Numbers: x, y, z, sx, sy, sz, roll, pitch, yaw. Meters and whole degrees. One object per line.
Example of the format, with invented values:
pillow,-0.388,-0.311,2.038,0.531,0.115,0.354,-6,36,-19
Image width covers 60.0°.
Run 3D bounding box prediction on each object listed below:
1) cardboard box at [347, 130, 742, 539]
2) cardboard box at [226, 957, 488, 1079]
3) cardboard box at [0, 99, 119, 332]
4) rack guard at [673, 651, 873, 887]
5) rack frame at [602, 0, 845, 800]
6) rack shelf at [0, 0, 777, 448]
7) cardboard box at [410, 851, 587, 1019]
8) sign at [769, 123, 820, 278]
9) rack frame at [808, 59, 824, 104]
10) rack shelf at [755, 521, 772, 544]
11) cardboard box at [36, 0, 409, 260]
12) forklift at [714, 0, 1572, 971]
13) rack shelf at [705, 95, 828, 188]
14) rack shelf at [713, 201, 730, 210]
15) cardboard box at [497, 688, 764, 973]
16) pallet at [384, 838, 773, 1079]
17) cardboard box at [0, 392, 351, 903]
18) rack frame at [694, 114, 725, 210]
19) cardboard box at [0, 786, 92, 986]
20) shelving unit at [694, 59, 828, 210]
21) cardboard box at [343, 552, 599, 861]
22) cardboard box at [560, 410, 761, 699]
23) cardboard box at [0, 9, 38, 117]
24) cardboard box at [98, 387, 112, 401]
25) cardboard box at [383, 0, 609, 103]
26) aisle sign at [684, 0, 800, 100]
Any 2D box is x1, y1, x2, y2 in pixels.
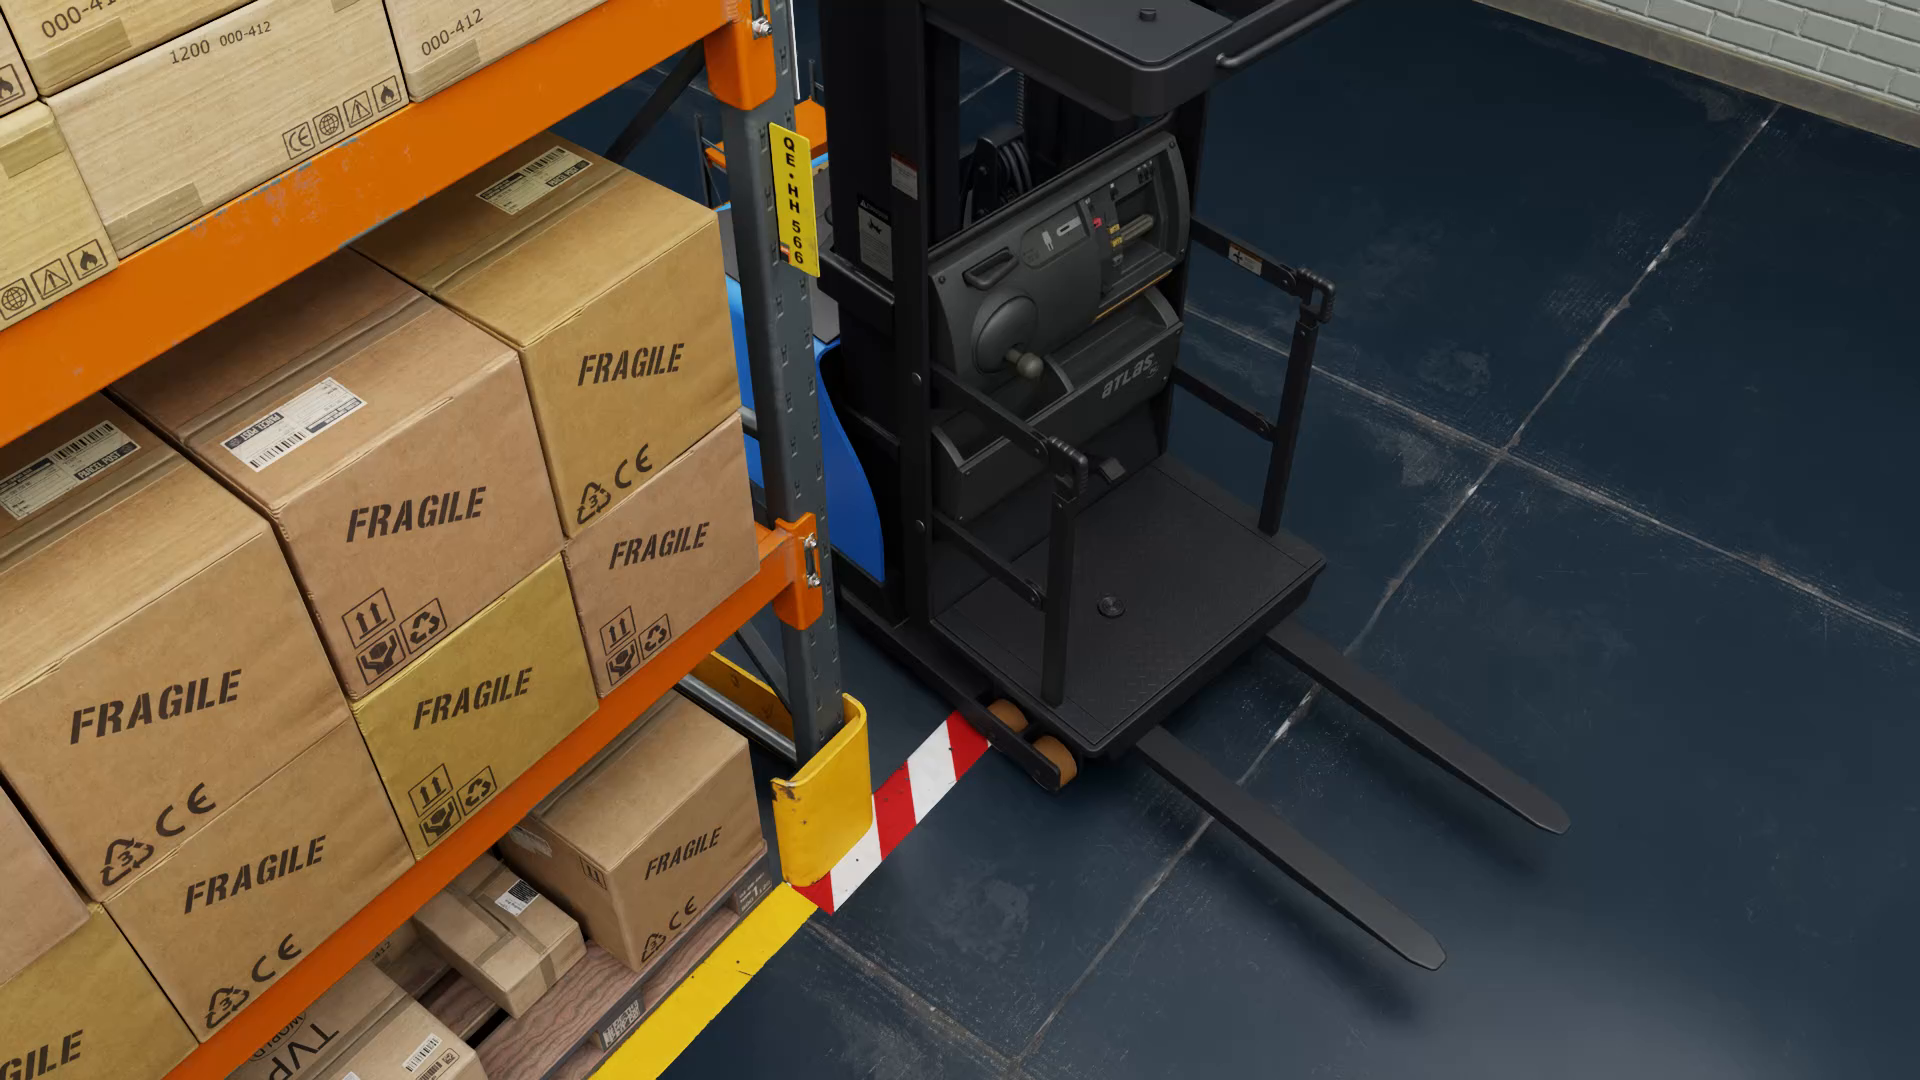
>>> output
cardboard box,-0.808,-0.420,3.317,0.500,0.500,0.500,29,53,25
cardboard box,-1.496,1.331,4.001,0.500,0.250,0.500,29,53,25
cardboard box,-1.469,-0.417,2.104,0.500,0.250,0.500,29,53,25
rack guard,-0.800,0.490,4.936,1.175,0.500,0.348,29,53,25
rack frame,-0.754,-0.417,4.074,1.000,3.000,0.127,29,53,25
rack shelf,-1.976,-0.060,2.156,1.077,0.370,4.000,29,53,25
cardboard box,-1.210,1.022,4.354,0.380,0.166,0.250,29,53,25
sign,-0.327,-0.669,3.295,0.100,0.325,0.005,29,53,25
rack frame,-0.427,-1.153,6.022,0.015,1.200,0.240,-35,55,-29
rack shelf,-1.976,0.909,3.170,0.919,0.124,3.809,29,53,25
cardboard box,-1.173,-0.709,2.382,0.500,0.250,0.500,29,53,25
forklift,0.437,-0.684,4.376,1.130,2.935,3.031,-35,55,-29
rack shelf,-0.602,-1.303,5.621,0.480,0.148,0.258,-35,55,-29
rack shelf,-0.602,-1.139,5.792,0.480,0.148,0.258,-35,55,-29
cardboard box,-0.891,0.715,4.417,0.500,0.500,0.500,29,53,25
pallet,-1.287,1.047,4.604,1.003,0.211,1.213,29,53,25
cardboard box,-1.430,0.168,2.755,0.500,0.500,0.500,31,54,26
rack frame,-0.778,-0.909,5.788,0.015,1.200,0.240,-35,55,-29
cardboard box,-1.744,0.462,2.474,0.500,0.500,0.500,31,54,26
shelving unit,-0.602,-1.031,5.905,0.503,1.200,0.258,-35,55,-29
cardboard box,-1.127,0.224,3.393,0.500,0.500,0.500,30,53,25
cardboard box,-0.812,-0.075,3.678,0.500,0.500,0.500,31,54,26
cardboard box,-1.480,-0.596,1.929,0.500,0.250,0.500,29,53,25
cardboard box,-1.547,-0.357,3.256,0.500,0.500,0.500,30,53,25
cardboard box,-0.859,-0.991,2.651,0.500,0.250,0.500,29,53,25
aisle sign,-0.470,-1.218,3.042,0.394,0.787,0.004,29,53,25
